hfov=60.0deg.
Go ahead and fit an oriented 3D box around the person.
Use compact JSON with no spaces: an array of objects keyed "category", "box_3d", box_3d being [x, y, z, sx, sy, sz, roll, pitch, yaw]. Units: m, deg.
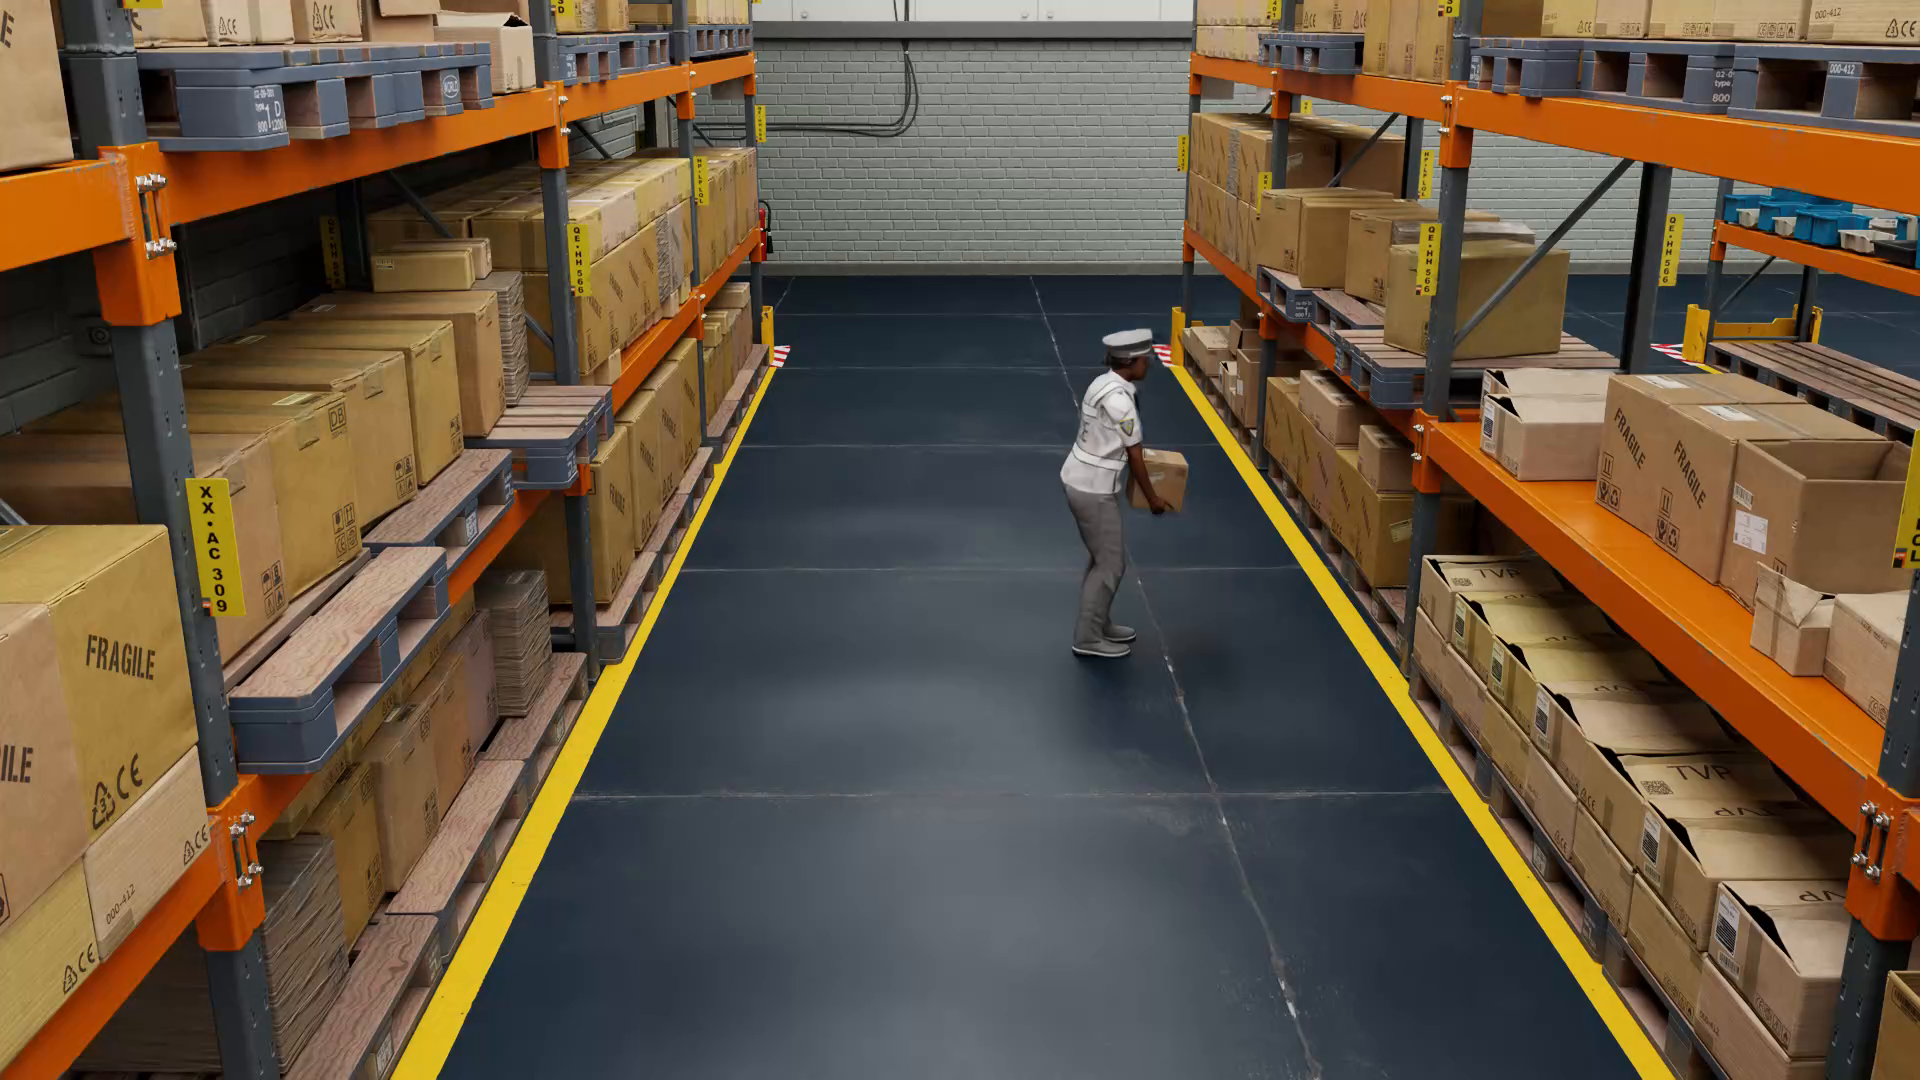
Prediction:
[{"category":"person","box_3d":[0.781,-0.237,8.356,0.554,1.646,0.416,-1,17,-2]}]
